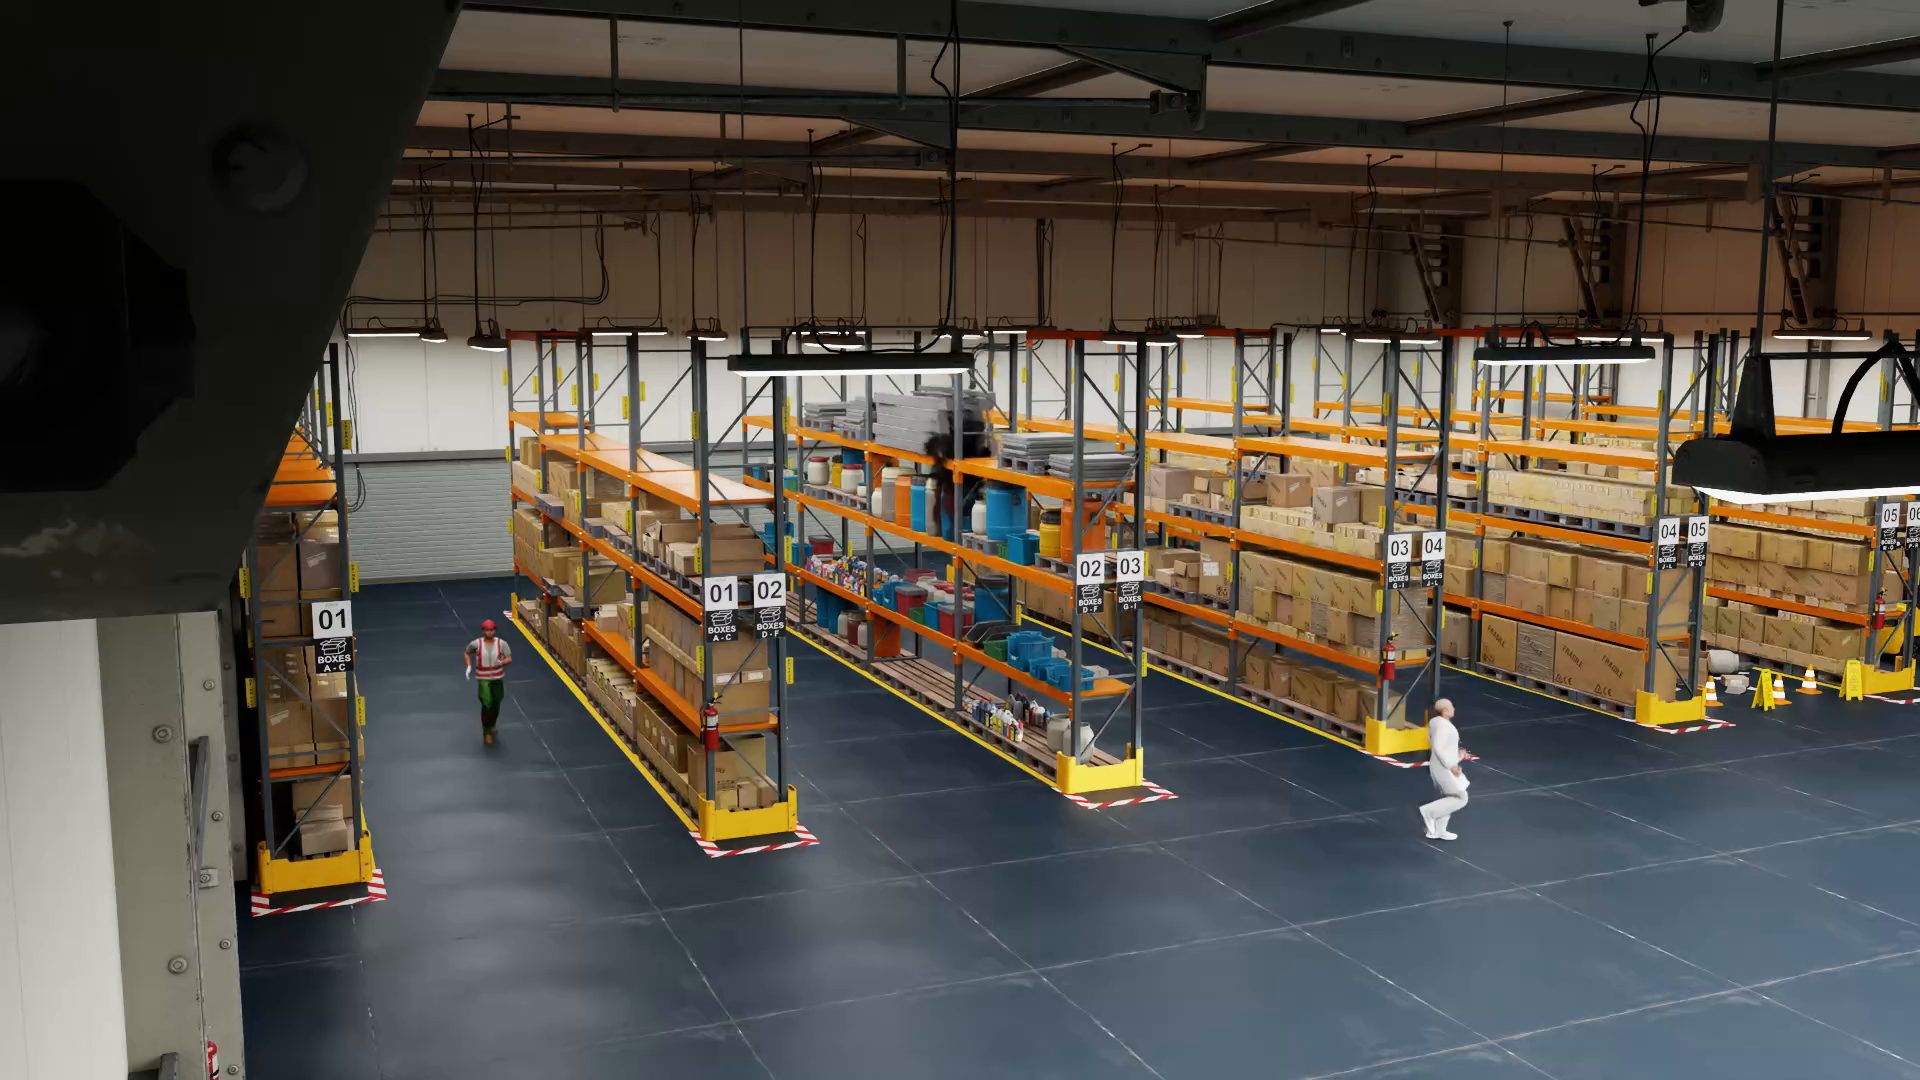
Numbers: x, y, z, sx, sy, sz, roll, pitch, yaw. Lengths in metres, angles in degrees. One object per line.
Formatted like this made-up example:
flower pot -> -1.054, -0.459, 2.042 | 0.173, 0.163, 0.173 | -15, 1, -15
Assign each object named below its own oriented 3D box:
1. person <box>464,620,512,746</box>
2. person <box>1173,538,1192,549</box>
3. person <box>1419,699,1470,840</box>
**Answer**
person -> -6.983, 2.089, 24.683 | 0.649, 1.828, 0.774 | -4, 9, -28
person -> 5.738, -0.253, 42.408 | 0.581, 1.683, 0.696 | -4, 9, -27
person -> 5.839, 2.766, 20.036 | 0.635, 1.735, 0.708 | 0, 8, 0
